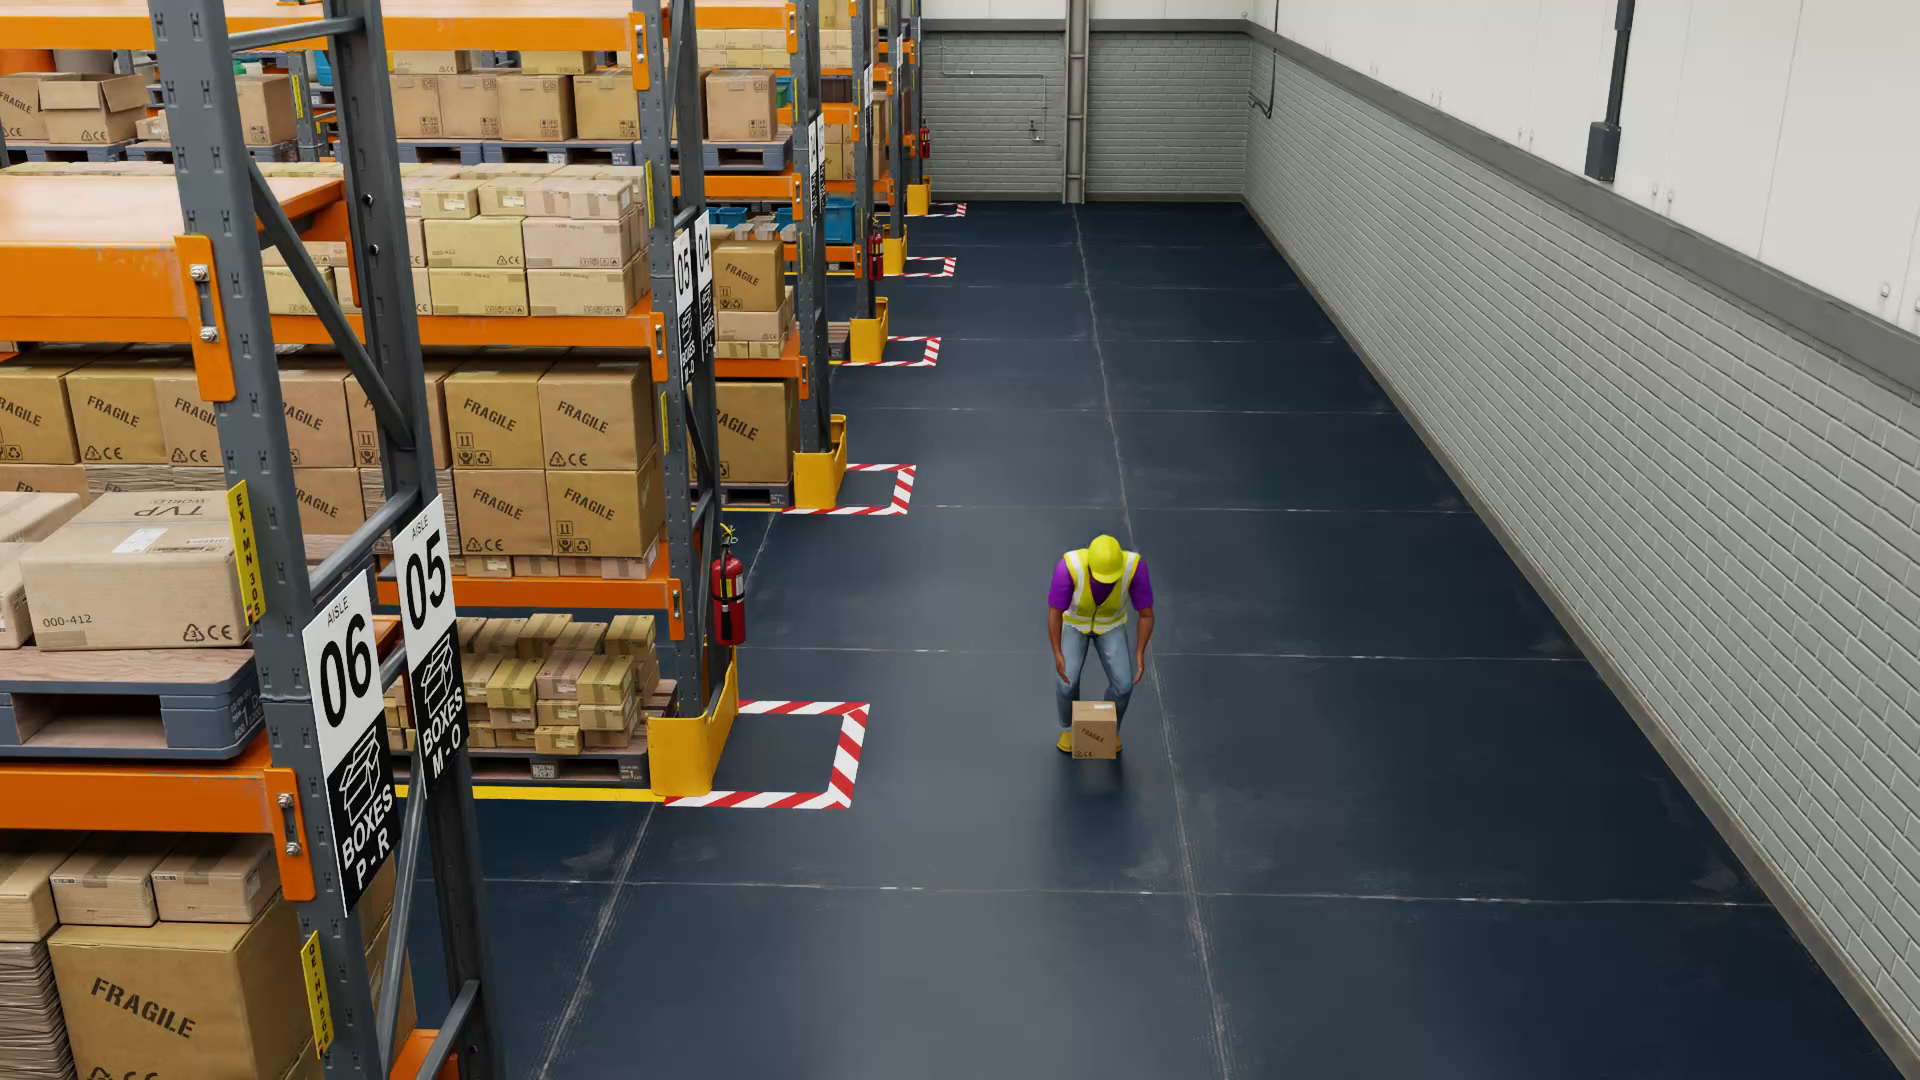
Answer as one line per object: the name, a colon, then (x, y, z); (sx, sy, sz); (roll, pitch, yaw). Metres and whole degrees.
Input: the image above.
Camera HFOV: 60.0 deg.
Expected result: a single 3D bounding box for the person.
person: (0.835, 0.577, 9.946); (0.630, 1.462, 0.727); (1, 21, 2)
